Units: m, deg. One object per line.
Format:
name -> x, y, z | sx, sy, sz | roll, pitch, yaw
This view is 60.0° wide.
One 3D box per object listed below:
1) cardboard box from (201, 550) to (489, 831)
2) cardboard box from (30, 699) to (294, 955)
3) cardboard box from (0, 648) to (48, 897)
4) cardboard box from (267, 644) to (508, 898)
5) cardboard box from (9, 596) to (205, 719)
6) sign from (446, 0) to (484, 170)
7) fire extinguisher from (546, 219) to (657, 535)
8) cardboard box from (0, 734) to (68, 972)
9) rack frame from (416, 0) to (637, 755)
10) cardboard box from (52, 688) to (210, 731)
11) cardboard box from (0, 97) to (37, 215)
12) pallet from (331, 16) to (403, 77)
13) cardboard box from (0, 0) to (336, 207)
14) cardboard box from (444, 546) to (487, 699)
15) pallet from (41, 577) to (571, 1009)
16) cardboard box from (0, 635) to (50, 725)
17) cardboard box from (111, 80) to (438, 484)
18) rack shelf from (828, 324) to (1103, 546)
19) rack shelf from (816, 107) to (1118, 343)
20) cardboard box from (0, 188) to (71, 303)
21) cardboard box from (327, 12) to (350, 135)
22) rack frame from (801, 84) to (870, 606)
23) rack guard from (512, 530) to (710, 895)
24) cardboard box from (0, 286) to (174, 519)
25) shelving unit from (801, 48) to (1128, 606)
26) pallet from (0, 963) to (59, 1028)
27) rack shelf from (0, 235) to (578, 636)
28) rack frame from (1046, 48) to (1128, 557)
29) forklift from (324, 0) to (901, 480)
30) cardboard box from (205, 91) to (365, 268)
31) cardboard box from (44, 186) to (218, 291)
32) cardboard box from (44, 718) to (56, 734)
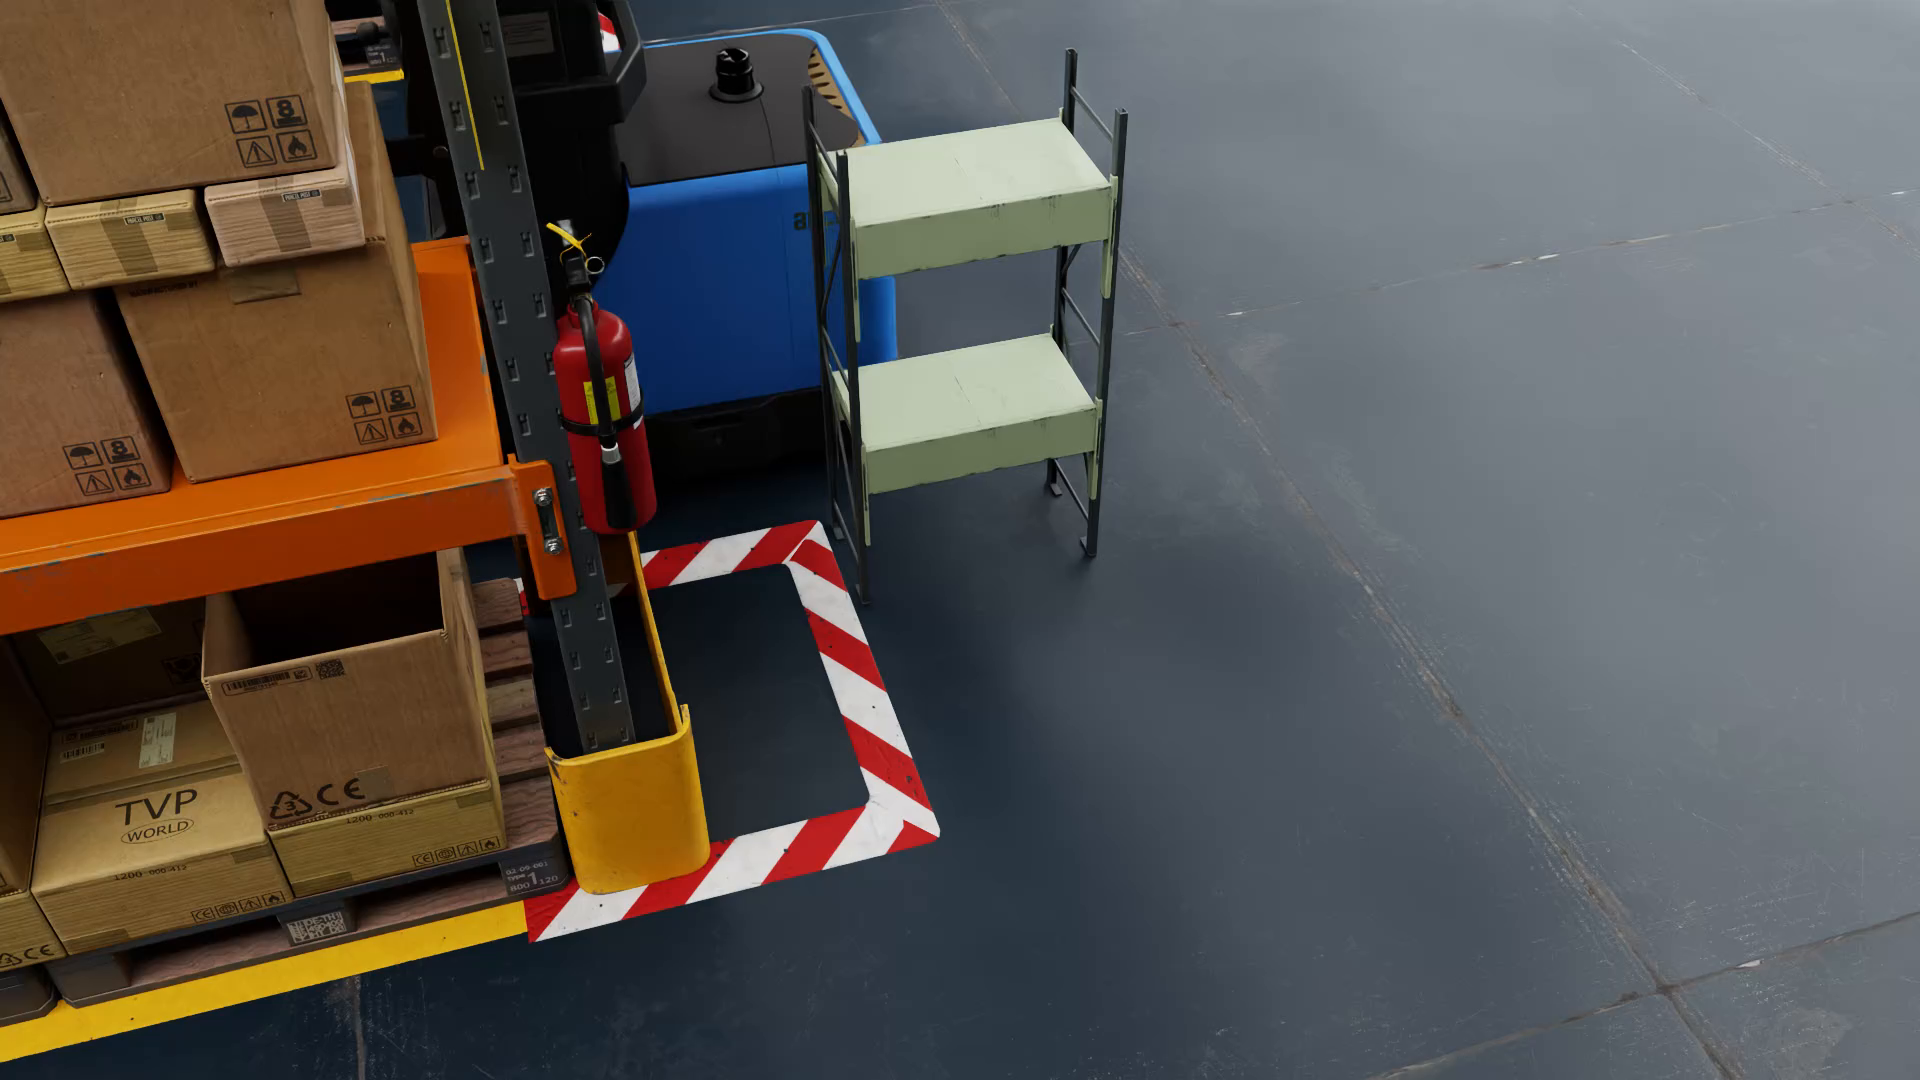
cardboard box -> -1.416, 0.274, 3.857 | 0.500, 0.500, 0.500 | -12, 42, -13
cardboard box -> -1.890, 0.662, 3.984 | 0.500, 0.250, 0.500 | -12, 42, -13
cardboard box -> -2.366, 0.481, 3.620 | 0.500, 0.500, 0.500 | -12, 42, -13
cardboard box -> -1.417, 0.555, 4.105 | 0.500, 0.250, 0.500 | -12, 42, -13
cardboard box -> -2.049, 0.048, 4.116 | 0.500, 0.500, 0.500 | -12, 42, -13
sign -> -0.844, -0.795, 2.821 | 0.005, 0.325, 0.100 | -12, 42, -13
fire extinguisher -> -0.742, -0.316, 3.391 | 0.183, 0.674, 0.296 | -12, 42, -13
cardboard box -> -2.367, 0.762, 3.869 | 0.500, 0.250, 0.500 | -12, 42, -13
rack frame -> -0.994, -0.613, 3.672 | 0.127, 3.000, 1.000 | -12, 42, -13
cardboard box -> -2.048, 0.331, 4.362 | 0.500, 0.250, 0.500 | -12, 42, -13
cardboard box -> -1.994, -0.938, 2.981 | 0.500, 0.500, 0.700 | -13, 43, -14
pallet -> -3.313, -2.471, 7.918 | 1.213, 0.211, 1.003 | -12, 42, -13
cardboard box -> -1.494, -1.045, 3.104 | 0.500, 0.500, 0.700 | -12, 42, -13
cardboard box -> -1.573, 0.230, 4.477 | 0.500, 0.250, 0.500 | -12, 42, -13
pallet -> -1.711, 0.614, 4.387 | 1.213, 0.211, 1.003 | -12, 42, -13
cardboard box -> -2.522, 0.155, 3.994 | 0.500, 0.500, 0.500 | -12, 42, -13
cardboard box -> -1.443, -0.567, 3.543 | 0.500, 0.500, 0.700 | -12, 42, -13
rack shelf -> 0.006, -0.321, 4.973 | 0.720, 0.370, 0.431 | -12, 42, -13
rack shelf -> 0.006, -0.860, 4.501 | 0.720, 0.370, 0.431 | -12, 42, -13
cardboard box -> -1.794, -0.597, 3.085 | 0.250, 0.149, 0.380 | -12, 43, -14
cardboard box -> -1.433, -0.953, 3.492 | 0.250, 0.149, 0.380 | -12, 43, -13
rack frame -> -0.343, -0.494, 4.675 | 0.023, 1.500, 0.400 | -12, 42, -13
rack guard -> -0.971, 0.323, 4.500 | 0.348, 0.500, 1.175 | -12, 42, -13
cardboard box -> -1.943, -0.460, 3.421 | 0.500, 0.500, 0.700 | -11, 42, -12
shelving unit -> 0.006, -0.566, 4.758 | 0.755, 1.500, 0.431 | -12, 42, -13
pallet -> -2.873, 0.853, 4.113 | 1.213, 0.211, 1.003 | -12, 42, -13
rack shelf -> -2.902, 0.053, 3.457 | 4.000, 0.370, 1.077 | -12, 42, -13
rack frame -> 0.355, -0.638, 4.841 | 0.023, 1.500, 0.400 | -12, 42, -13
forklift -> -1.767, -1.462, 4.696 | 3.031, 2.935, 1.130 | -11, 42, -12
cardboard box -> -1.301, -0.700, 3.203 | 0.250, 0.149, 0.380 | -12, 43, -14
cardboard box -> -1.551, -0.648, 3.143 | 0.250, 0.149, 0.380 | -11, 42, -12
cardboard box -> -2.525, 0.430, 4.249 | 0.500, 0.250, 0.500 | -12, 42, -13
